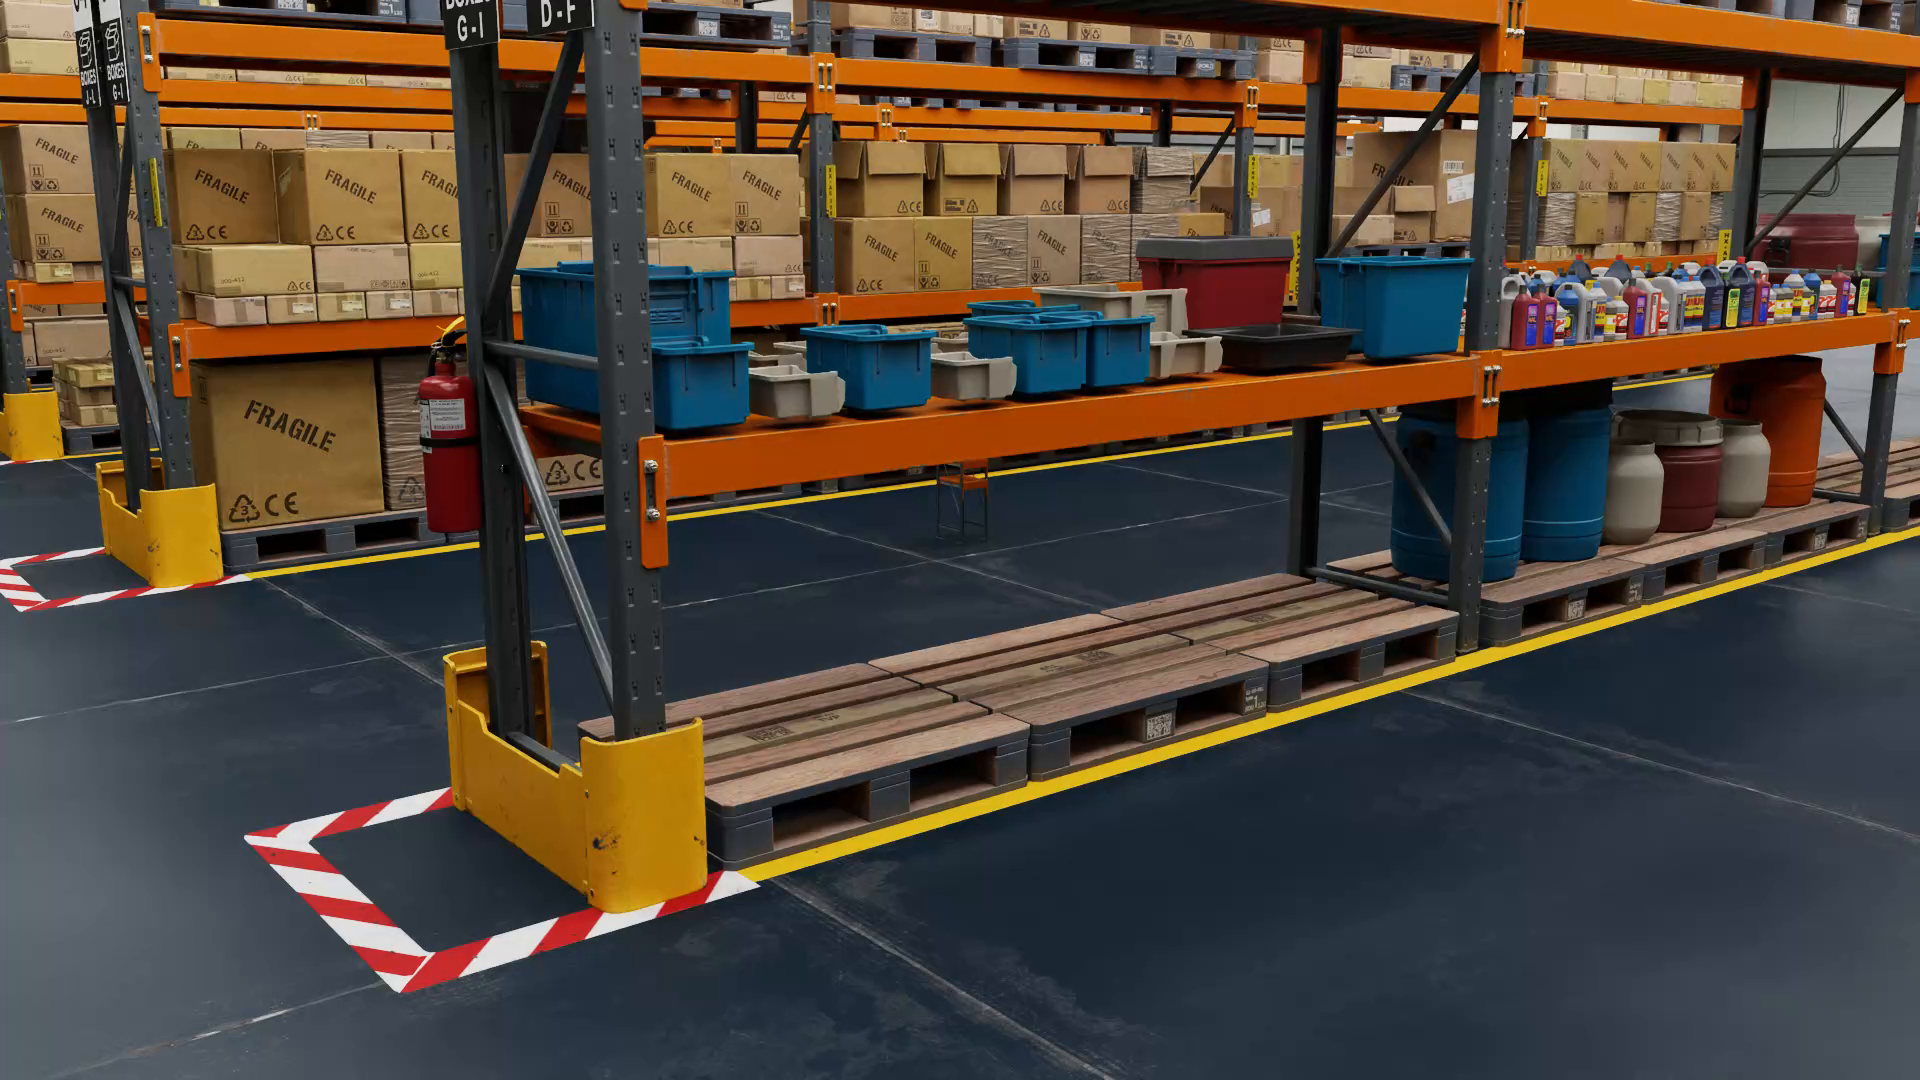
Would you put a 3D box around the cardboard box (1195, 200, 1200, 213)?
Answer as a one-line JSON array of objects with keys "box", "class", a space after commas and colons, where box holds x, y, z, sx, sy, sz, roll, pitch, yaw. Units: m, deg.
[{"box": [2.751, -3.909, 20.454, 0.550, 0.550, 0.875, -9, 15, -38], "class": "cardboard box"}]

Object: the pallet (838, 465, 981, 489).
[{"box": [-0.617, -0.603, 11.961, 1.213, 0.211, 1.003, -9, 15, -38], "class": "pallet"}]

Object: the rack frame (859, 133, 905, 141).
[{"box": [-1.116, -4.500, 23.601, 0.127, 3.000, 1.000, -9, 15, -38], "class": "rack frame"}]

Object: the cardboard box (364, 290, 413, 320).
[{"box": [-3.210, -1.306, 9.164, 0.250, 0.149, 0.380, -10, 15, -39], "class": "cardboard box"}]

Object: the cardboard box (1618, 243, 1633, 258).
[{"box": [6.593, -2.946, 16.886, 0.250, 0.149, 0.380, -9, 15, -38], "class": "cardboard box"}]

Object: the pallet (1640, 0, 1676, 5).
[{"box": [2.473, -2.544, 7.621, 1.003, 0.211, 1.213, -9, 15, -38], "class": "pallet"}]

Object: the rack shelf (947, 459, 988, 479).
[{"box": [0.011, -0.428, 9.547, 0.180, 0.103, 0.258, -9, 15, -38], "class": "rack shelf"}]

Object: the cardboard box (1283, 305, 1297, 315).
[{"box": [2.863, -1.895, 14.487, 0.500, 0.250, 0.500, -7, 14, -31], "class": "cardboard box"}]

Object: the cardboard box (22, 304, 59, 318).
[{"box": [-11.887, -2.951, 21.314, 0.500, 0.500, 0.500, -9, 15, -37], "class": "cardboard box"}]

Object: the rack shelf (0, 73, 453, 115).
[{"box": [-5.754, -3.528, 13.534, 4.000, 0.370, 1.077, -9, 15, -38], "class": "rack shelf"}]

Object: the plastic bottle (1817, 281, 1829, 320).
[{"box": [4.638, -1.297, 8.994, 0.097, 0.201, 0.097, 0, 12, 0], "class": "plastic bottle"}]

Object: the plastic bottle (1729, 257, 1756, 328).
[{"box": [3.953, -1.263, 8.472, 0.185, 0.351, 0.144, -9, 15, -38], "class": "plastic bottle"}]

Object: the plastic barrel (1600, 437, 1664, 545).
[{"box": [3.407, -0.259, 8.603, 0.421, 0.512, 0.421, 0, 12, 0], "class": "plastic barrel"}]

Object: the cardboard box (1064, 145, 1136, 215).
[{"box": [0.859, -2.737, 12.642, 0.637, 0.503, 0.797, -9, 15, -36], "class": "cardboard box"}]

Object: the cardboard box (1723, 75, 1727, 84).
[{"box": [7.899, -4.900, 17.661, 0.250, 0.149, 0.380, -10, 16, -39], "class": "cardboard box"}]

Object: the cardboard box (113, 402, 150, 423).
[{"box": [-6.553, -1.028, 13.099, 0.250, 0.149, 0.380, -10, 15, -38], "class": "cardboard box"}]

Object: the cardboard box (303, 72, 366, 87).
[{"box": [-5.200, -3.830, 13.584, 0.500, 0.250, 0.500, -10, 15, -38], "class": "cardboard box"}]

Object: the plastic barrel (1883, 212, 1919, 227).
[{"box": [6.374, -1.916, 11.104, 0.433, 0.535, 0.433, 0, 12, 0], "class": "plastic barrel"}]

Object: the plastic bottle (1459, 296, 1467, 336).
[{"box": [2.405, -1.088, 8.007, 0.097, 0.201, 0.097, 0, 12, 0], "class": "plastic bottle"}]

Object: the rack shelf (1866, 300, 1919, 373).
[{"box": [6.607, -1.478, 11.101, 4.000, 0.370, 1.077, -9, 15, -38], "class": "rack shelf"}]

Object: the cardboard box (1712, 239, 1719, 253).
[{"box": [8.104, -3.219, 18.170, 0.250, 0.149, 0.380, -9, 15, -38], "class": "cardboard box"}]

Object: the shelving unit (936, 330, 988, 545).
[{"box": [0.011, -0.589, 9.513, 0.189, 1.200, 0.258, -9, 15, -38], "class": "shelving unit"}]

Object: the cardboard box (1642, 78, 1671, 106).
[{"box": [6.797, -4.506, 16.766, 0.500, 0.250, 0.500, -10, 15, -39], "class": "cardboard box"}]

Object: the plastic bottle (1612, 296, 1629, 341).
[{"box": [3.067, -1.036, 7.764, 0.097, 0.201, 0.097, 0, 12, 0], "class": "plastic bottle"}]

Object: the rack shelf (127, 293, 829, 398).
[{"box": [-2.734, -1.243, 9.995, 4.000, 0.370, 1.077, -9, 15, -38], "class": "rack shelf"}]

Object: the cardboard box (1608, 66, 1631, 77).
[{"box": [6.338, -4.611, 16.300, 0.250, 0.149, 0.380, -10, 15, -39], "class": "cardboard box"}]

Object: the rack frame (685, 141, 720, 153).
[{"box": [-4.220, -5.305, 27.390, 0.127, 3.000, 1.000, -9, 15, -38], "class": "rack frame"}]

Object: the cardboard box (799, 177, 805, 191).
[{"box": [-2.127, -4.672, 22.444, 0.500, 0.500, 0.500, -9, 15, -36], "class": "cardboard box"}]

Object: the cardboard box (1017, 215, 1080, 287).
[{"box": [0.526, -2.121, 12.156, 0.500, 0.500, 0.500, -9, 15, -37], "class": "cardboard box"}]

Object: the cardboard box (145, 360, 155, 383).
[{"box": [-6.277, -1.335, 13.116, 0.250, 0.149, 0.380, -9, 15, -38], "class": "cardboard box"}]

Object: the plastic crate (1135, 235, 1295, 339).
[{"box": [1.068, -1.037, 6.992, 0.583, 0.464, 0.402, -9, 15, -38], "class": "plastic crate"}]

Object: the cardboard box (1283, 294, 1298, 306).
[{"box": [4.004, -3.182, 21.499, 0.875, 0.875, 0.875, -10, 15, -39], "class": "cardboard box"}]

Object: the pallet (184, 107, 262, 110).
[{"box": [-8.009, -4.782, 17.918, 1.213, 0.211, 1.003, -9, 15, -38], "class": "pallet"}]

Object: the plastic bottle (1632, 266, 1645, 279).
[{"box": [3.752, -1.386, 9.244, 0.097, 0.271, 0.097, 0, 12, 0], "class": "plastic bottle"}]

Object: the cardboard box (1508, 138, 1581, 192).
[{"box": [5.585, -3.594, 15.967, 0.500, 0.500, 0.500, -9, 15, -38], "class": "cardboard box"}]

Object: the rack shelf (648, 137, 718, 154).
[{"box": [-5.782, -6.161, 25.931, 4.000, 0.370, 1.077, -9, 15, -38], "class": "rack shelf"}]

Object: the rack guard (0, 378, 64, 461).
[{"box": [-7.256, -0.941, 12.855, 0.348, 0.500, 1.175, -9, 15, -38], "class": "rack guard"}]

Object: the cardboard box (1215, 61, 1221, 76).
[{"box": [2.169, -3.869, 13.769, 0.500, 0.250, 0.500, -9, 15, -38], "class": "cardboard box"}]

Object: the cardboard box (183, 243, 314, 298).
[{"box": [-3.752, -1.426, 8.770, 0.500, 0.250, 0.500, -10, 16, -39], "class": "cardboard box"}]

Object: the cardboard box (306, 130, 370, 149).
[{"box": [-5.199, -3.119, 13.732, 0.500, 0.500, 0.500, -9, 15, -36], "class": "cardboard box"}]

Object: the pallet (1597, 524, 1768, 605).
[{"box": [3.504, 0.060, 8.838, 1.213, 0.211, 1.003, -9, 15, -38], "class": "pallet"}]

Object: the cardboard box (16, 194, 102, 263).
[{"box": [-6.792, -2.361, 12.571, 0.500, 0.500, 0.500, -9, 15, -35], "class": "cardboard box"}]

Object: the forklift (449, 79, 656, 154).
[{"box": [-2.997, -2.201, 12.939, 3.031, 2.935, 1.130, -10, 16, -40], "class": "forklift"}]

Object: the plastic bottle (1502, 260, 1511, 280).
[{"box": [2.670, -1.200, 8.179, 0.185, 0.351, 0.144, -9, 15, -38], "class": "plastic bottle"}]

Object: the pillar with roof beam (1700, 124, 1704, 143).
[{"box": [23.912, -12.009, 44.518, 0.548, 9.000, 9.100, -9, 15, -38], "class": "pillar with roof beam"}]

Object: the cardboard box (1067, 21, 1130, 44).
[{"box": [0.901, -3.878, 12.199, 0.500, 0.500, 0.500, -8, 15, -35], "class": "cardboard box"}]

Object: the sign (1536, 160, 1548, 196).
[{"box": [5.424, -3.370, 15.489, 0.005, 0.325, 0.100, -9, 15, -38], "class": "sign"}]

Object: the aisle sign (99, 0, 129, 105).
[{"box": [-4.165, -2.550, 8.155, 0.004, 0.787, 0.394, -9, 15, -38], "class": "aisle sign"}]

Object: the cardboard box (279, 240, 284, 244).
[{"box": [-3.687, -1.580, 9.491, 0.500, 0.250, 0.500, -10, 15, -39], "class": "cardboard box"}]

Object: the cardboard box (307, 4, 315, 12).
[{"box": [-5.259, -4.249, 13.394, 0.250, 0.149, 0.380, -10, 15, -38], "class": "cardboard box"}]

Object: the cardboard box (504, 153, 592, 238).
[{"box": [-2.499, -2.142, 10.335, 0.500, 0.500, 0.500, -10, 16, -39], "class": "cardboard box"}]

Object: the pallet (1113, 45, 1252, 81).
[{"box": [1.481, -3.657, 12.861, 1.003, 0.211, 1.213, -9, 15, -35], "class": "pallet"}]

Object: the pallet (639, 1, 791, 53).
[{"box": [-1.818, -3.174, 10.348, 1.213, 0.211, 1.003, -9, 15, -38], "class": "pallet"}]

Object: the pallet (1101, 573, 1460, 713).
[{"box": [1.372, 0.414, 7.170, 1.213, 0.211, 1.003, -9, 15, -38], "class": "pallet"}]

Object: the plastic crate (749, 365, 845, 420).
[{"box": [-0.501, -0.440, 4.968, 0.298, 0.136, 0.250, -9, 15, -38], "class": "plastic crate"}]
